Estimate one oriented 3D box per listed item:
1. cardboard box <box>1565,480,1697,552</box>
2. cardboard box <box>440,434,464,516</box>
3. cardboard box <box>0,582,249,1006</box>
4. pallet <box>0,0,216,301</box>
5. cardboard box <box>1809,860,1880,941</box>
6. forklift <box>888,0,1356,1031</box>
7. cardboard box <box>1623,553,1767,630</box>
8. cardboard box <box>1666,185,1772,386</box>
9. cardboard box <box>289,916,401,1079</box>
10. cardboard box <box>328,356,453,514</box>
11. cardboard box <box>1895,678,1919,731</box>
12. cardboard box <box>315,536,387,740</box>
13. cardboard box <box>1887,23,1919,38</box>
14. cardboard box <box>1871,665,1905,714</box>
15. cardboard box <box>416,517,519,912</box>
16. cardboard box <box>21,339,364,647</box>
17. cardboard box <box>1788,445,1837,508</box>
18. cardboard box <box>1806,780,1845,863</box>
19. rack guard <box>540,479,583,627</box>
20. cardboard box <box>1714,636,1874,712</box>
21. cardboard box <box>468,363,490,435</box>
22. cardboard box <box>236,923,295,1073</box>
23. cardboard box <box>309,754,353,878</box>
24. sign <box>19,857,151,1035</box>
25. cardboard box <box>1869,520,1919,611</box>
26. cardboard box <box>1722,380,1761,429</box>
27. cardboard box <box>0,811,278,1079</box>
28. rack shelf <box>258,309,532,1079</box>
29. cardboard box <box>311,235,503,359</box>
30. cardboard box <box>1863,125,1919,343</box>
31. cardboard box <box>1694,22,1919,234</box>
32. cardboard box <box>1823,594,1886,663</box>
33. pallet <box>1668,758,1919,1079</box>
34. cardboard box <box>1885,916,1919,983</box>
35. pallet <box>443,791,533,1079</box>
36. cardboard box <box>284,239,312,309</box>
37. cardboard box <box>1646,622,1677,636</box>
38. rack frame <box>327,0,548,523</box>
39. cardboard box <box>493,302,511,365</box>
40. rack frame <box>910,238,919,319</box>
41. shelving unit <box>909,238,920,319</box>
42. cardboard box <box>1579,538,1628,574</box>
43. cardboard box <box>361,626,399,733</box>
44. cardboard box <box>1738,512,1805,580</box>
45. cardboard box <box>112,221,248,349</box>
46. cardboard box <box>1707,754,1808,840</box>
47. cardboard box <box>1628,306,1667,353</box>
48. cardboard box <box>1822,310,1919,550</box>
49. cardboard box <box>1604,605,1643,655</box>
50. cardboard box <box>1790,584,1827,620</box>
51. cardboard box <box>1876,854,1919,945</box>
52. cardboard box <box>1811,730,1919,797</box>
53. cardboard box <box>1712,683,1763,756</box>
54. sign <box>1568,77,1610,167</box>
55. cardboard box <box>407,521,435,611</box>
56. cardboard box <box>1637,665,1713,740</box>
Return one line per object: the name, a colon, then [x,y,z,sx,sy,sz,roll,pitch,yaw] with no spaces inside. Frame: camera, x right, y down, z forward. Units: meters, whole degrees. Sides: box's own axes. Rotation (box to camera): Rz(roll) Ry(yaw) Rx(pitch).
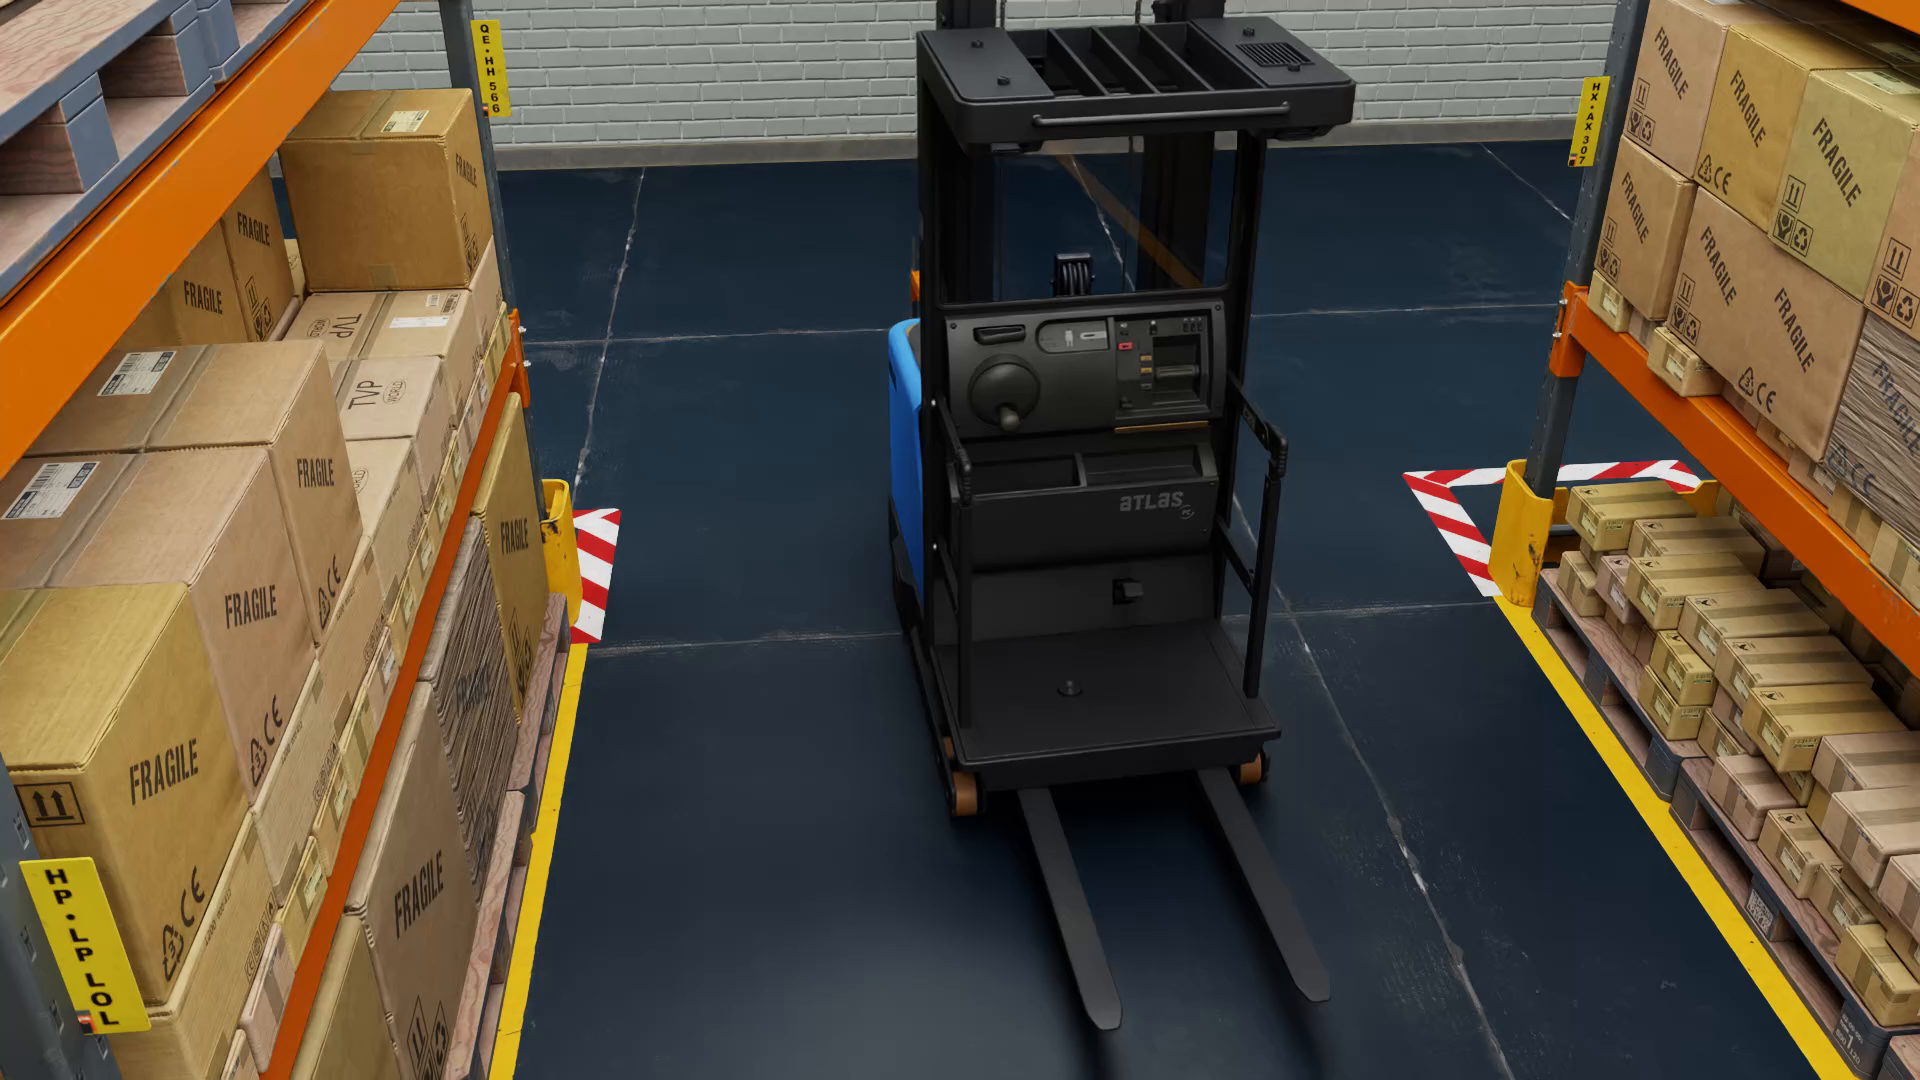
cardboard box: [2.526,-0.092,6.269,0.380,0.149,0.250,-4,31,-7]
cardboard box: [-1.674,-0.183,4.876,0.380,0.149,0.250,-3,31,-6]
cardboard box: [-1.549,0.422,2.743,0.500,0.500,0.500,-3,31,-5]
pallet: [-1.825,-0.604,2.497,1.003,0.211,1.213,-3,31,-5]
cardboard box: [2.759,1.073,4.899,0.380,0.149,0.250,-2,31,-4]
forklift: [0.456,-0.516,5.255,1.130,2.935,3.031,-5,31,-8]
cardboard box: [2.567,0.178,5.818,0.380,0.149,0.250,-3,31,-5]
cardboard box: [2.658,-0.820,5.310,0.500,0.500,0.500,-3,31,-4]
cardboard box: [-1.741,1.455,3.551,0.875,0.875,0.875,-3,31,-5]
cardboard box: [-1.728,-0.288,4.663,0.500,0.250,0.500,-4,31,-6]
cardboard box: [3.190,0.549,5.196,0.380,0.149,0.250,-4,31,-6]
cardboard box: [-1.637,0.230,3.796,0.500,0.250,0.500,-2,31,-3]
cardboard box: [3.153,-1.283,5.111,0.500,0.500,0.500,-4,31,-6]
cardboard box: [3.260,0.537,5.507,0.380,0.149,0.250,-2,31,-4]
cardboard box: [-1.908,0.542,5.081,0.875,0.875,0.875,-3,31,-5]
cardboard box: [-1.640,-0.095,3.609,0.500,0.500,0.500,-4,31,-6]
cardboard box: [2.713,-0.214,4.929,0.380,0.149,0.250,-3,31,-6]
cardboard box: [2.806,0.837,5.004,0.380,0.149,0.250,-1,31,-2]
rack guard: [-2.135,0.083,6.624,1.175,0.500,0.348,-3,31,-5]
cardboard box: [2.690,0.443,5.374,0.380,0.149,0.250,-2,31,-3]
cardboard box: [-1.723,-0.443,5.311,0.380,0.149,0.250,-3,31,-4]
cardboard box: [-1.480,0.871,3.111,0.380,0.149,0.250,-4,31,-6]
cardboard box: [-1.531,0.602,3.561,0.380,0.149,0.250,-4,31,-6]
sign: [-1.219,0.570,2.318,0.100,0.325,0.005,-3,31,-5]
cardboard box: [2.712,0.057,4.475,0.380,0.149,0.250,-2,31,-4]
cardboard box: [2.717,-0.481,5.376,0.380,0.149,0.250,-1,31,-2]
cardboard box: [-1.542,0.749,2.928,0.500,0.250,0.500,-3,31,-5]
rack shelf: [-1.946,0.352,4.437,1.077,0.370,4.000,-3,31,-5]
cardboard box: [-1.823,-0.806,5.531,0.500,0.250,0.500,-3,31,-5]
cardboard box: [2.724,-0.738,4.198,0.500,0.500,0.500,-4,31,-6]
cardboard box: [2.646,-1.265,5.079,0.500,0.500,0.500,-2,31,-3]
cardboard box: [3.195,0.275,5.655,0.380,0.149,0.250,-4,31,-7]
pallet: [2.974,1.110,5.186,1.003,0.211,1.213,-3,31,-5]
cardboard box: [2.794,1.113,4.542,0.380,0.149,0.250,-2,31,-3]
pallet: [-1.869,1.245,4.960,1.003,0.211,1.213,-3,31,-5]
cardboard box: [-2.356,-0.783,5.492,0.500,0.250,0.500,-4,31,-6]
cardboard box: [2.689,0.295,5.911,0.380,0.149,0.250,-2,31,-4]
rack frame: [-2.132,-0.978,5.962,1.000,3.000,0.127,-3,31,-5]
cardboard box: [-1.771,-0.704,5.748,0.380,0.149,0.250,-2,31,-4]
rack frame: [-0.092,-0.774,7.376,0.240,1.200,0.015,-5,31,-9]
shelving unit: [-0.049,-0.651,7.170,0.258,1.200,0.503,-5,31,-9]
cardboard box: [2.609,0.032,6.352,0.380,0.149,0.250,-2,31,-3]
cardboard box: [-1.577,0.343,3.995,0.380,0.149,0.250,-2,31,-4]
cardboard box: [3.083,0.013,6.093,0.380,0.149,0.250,-2,31,-4]
cardboard box: [-2.255,-0.586,4.430,0.500,0.500,0.500,-4,31,-6]
cardboard box: [2.652,0.812,5.337,0.380,0.149,0.250,-4,31,-7]
cardboard box: [2.584,-0.747,5.820,0.380,0.149,0.250,-2,31,-3]
cardboard box: [2.744,-0.309,4.455,0.500,0.500,0.500,-4,31,-6]
cardboard box: [2.652,0.292,6.206,0.380,0.149,0.250,-3,31,-5]
cardboard box: [3.199,0.273,5.948,0.380,0.149,0.250,-4,31,-7]
cardboard box: [2.739,0.972,4.488,0.380,0.149,0.250,-4,31,-7]
cardboard box: [2.787,0.703,4.939,0.380,0.149,0.250,-3,31,-4]
cardboard box: [2.724,0.562,5.464,0.380,0.149,0.250,-4,31,-7]
sign: [2.275,-1.510,6.008,0.100,0.325,0.005,-3,31,-5]
cardboard box: [-1.629,0.076,4.442,0.380,0.149,0.250,-2,31,-4]
cardboard box: [2.596,0.554,5.767,0.380,0.149,0.250,-2,31,-4]
